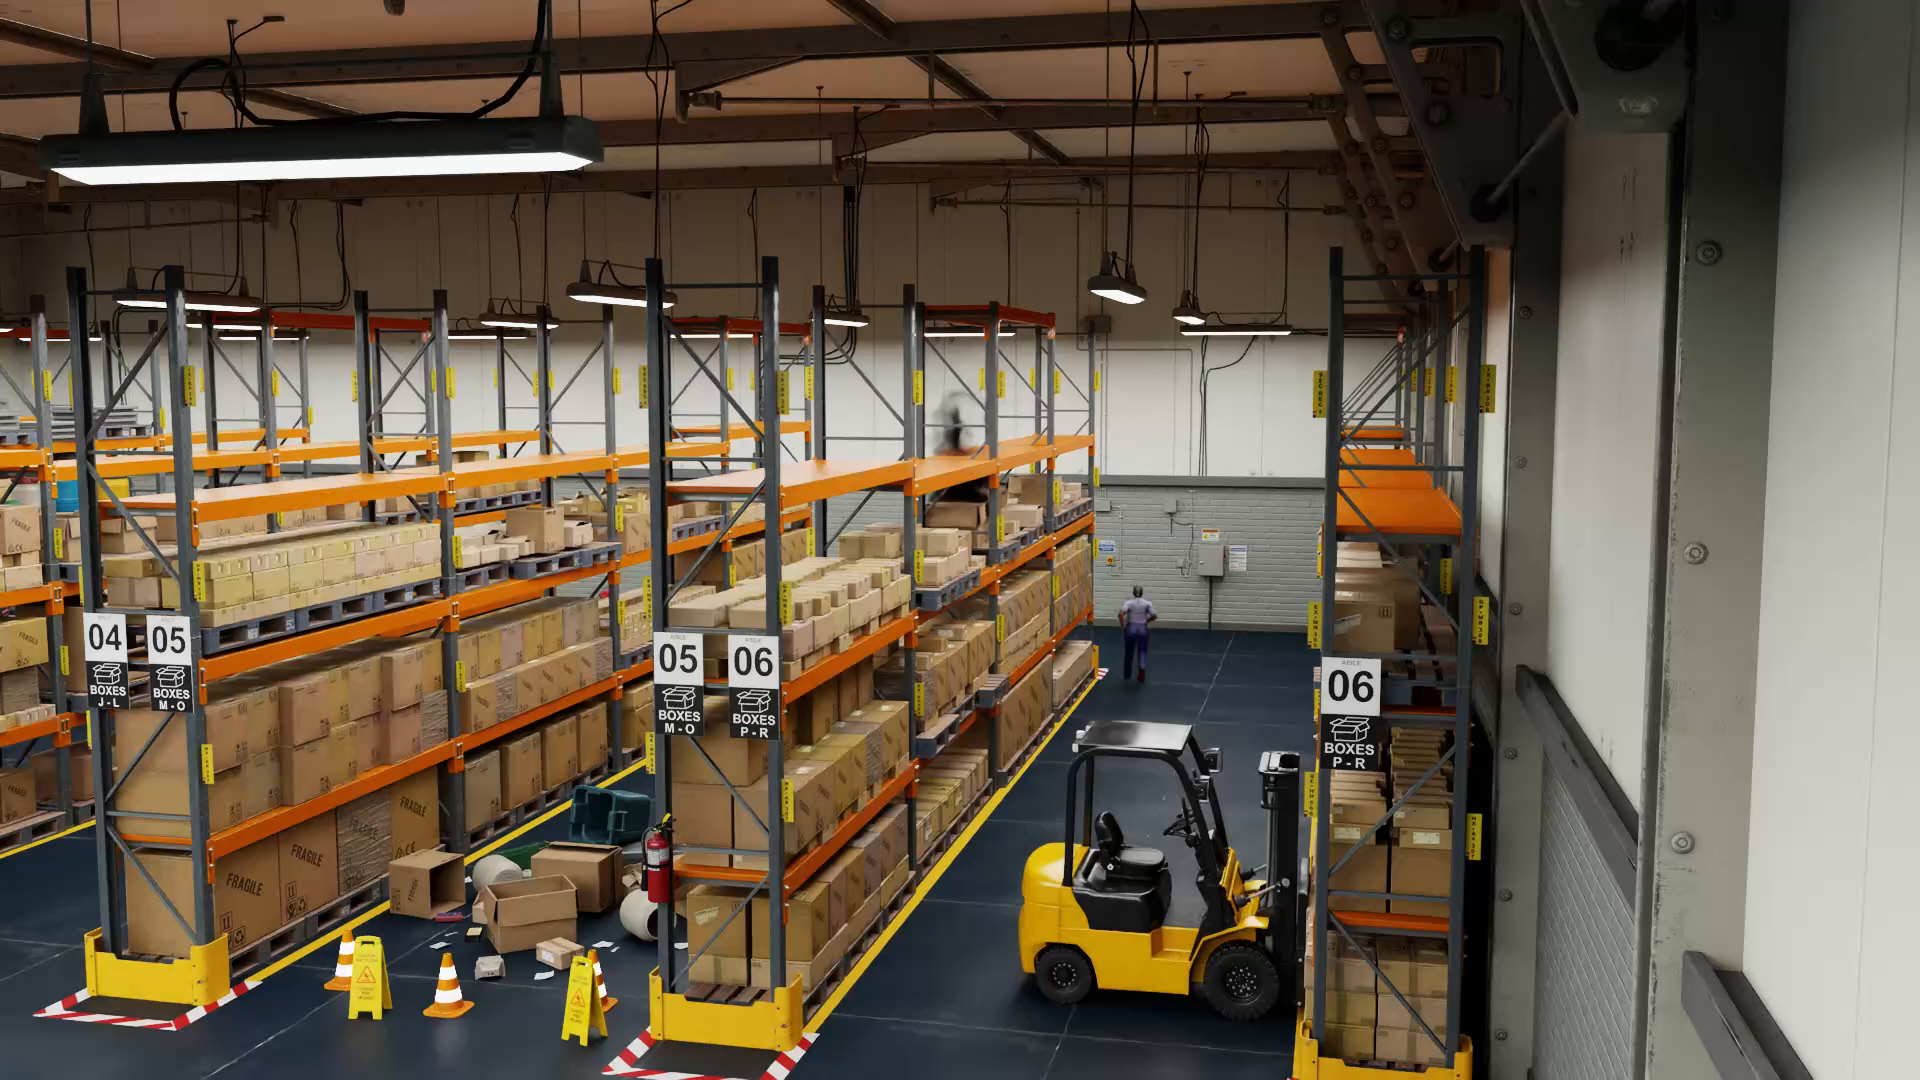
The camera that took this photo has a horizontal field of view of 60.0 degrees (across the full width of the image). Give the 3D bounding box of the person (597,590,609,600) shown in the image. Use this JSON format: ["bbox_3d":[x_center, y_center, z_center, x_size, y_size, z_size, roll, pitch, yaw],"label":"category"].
[{"bbox_3d":[-5.512,1.659,26.160,0.657,1.763,0.701,1,6,12],"label":"person"}]

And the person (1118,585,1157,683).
[{"bbox_3d":[2.937,1.555,27.540,0.636,1.631,0.896,1,6,6],"label":"person"}]
